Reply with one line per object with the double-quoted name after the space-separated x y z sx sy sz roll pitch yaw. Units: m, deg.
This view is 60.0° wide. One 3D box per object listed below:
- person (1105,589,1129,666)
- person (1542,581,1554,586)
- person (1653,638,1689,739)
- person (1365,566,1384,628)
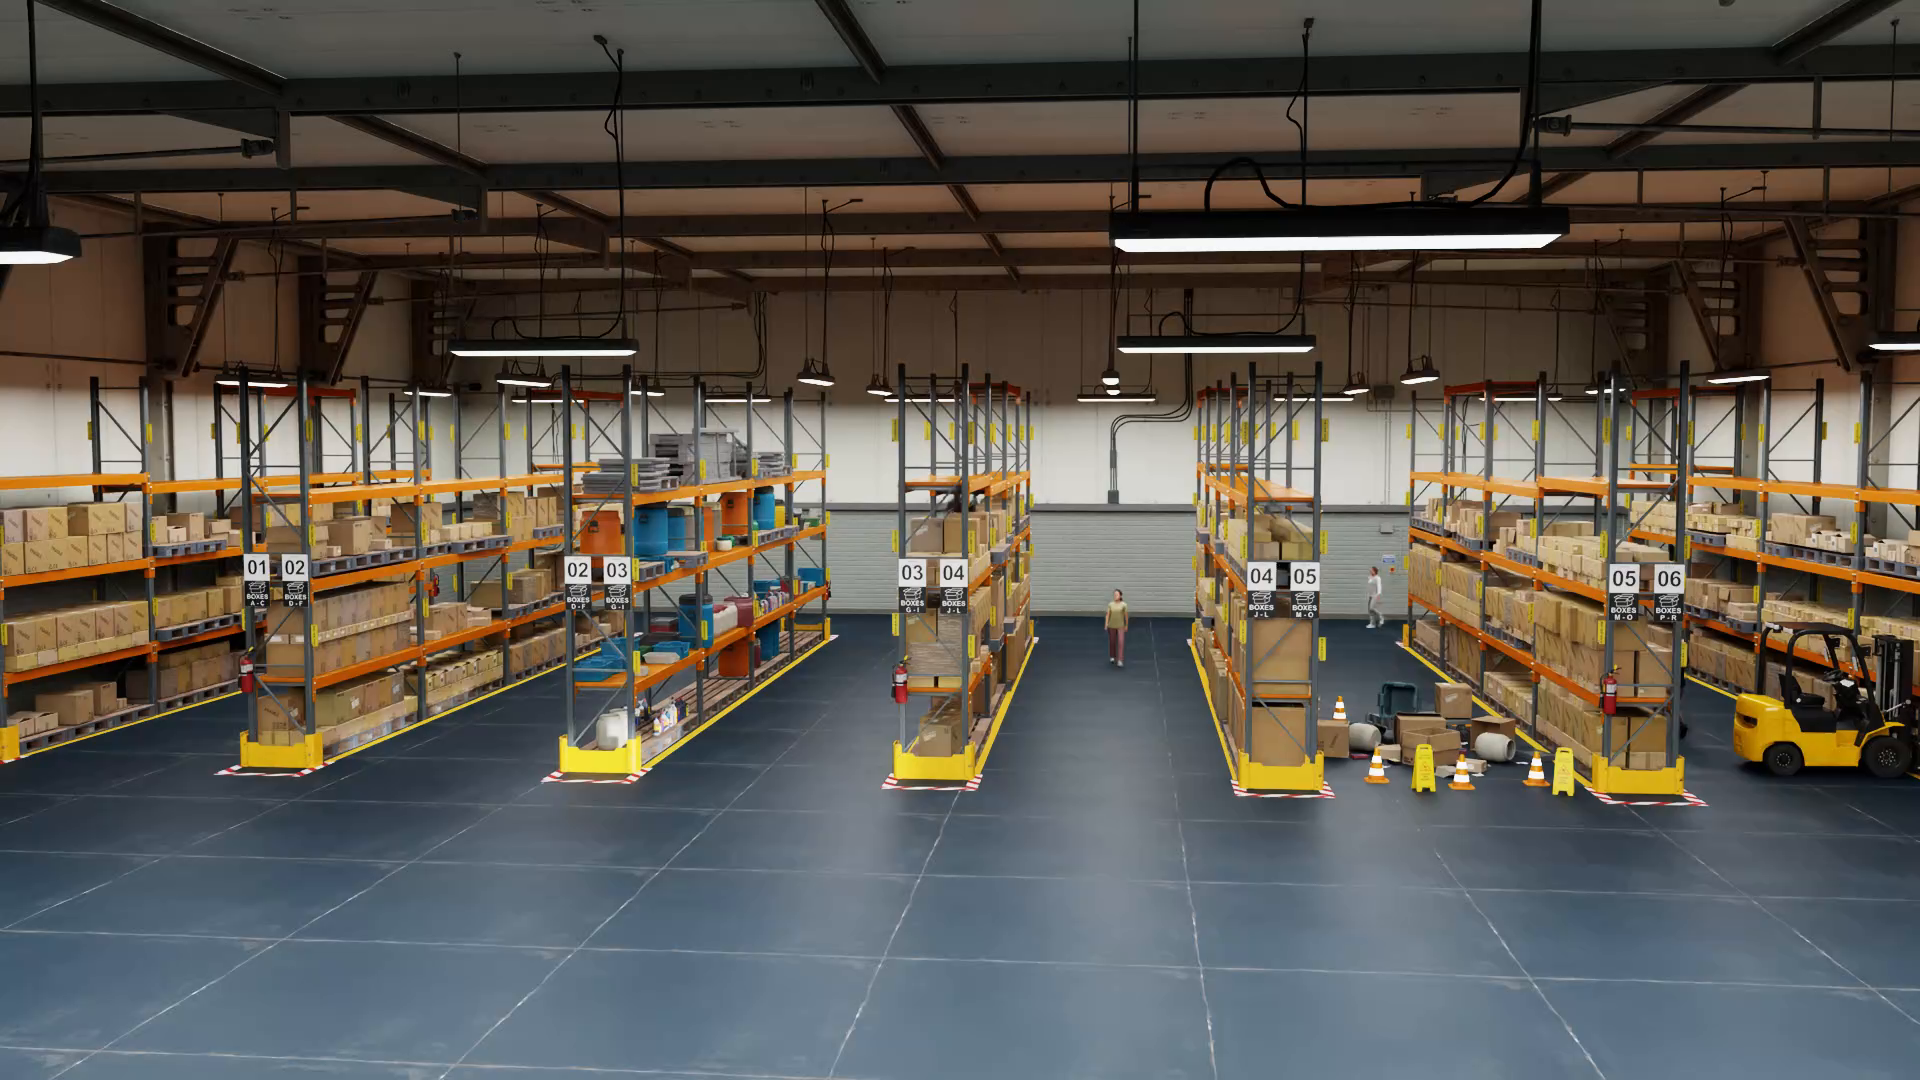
3.381 1.881 35.861 0.524 1.620 0.985 0 4 3 "person"
14.296 1.580 40.435 0.777 1.614 0.472 0 4 -4 "person"
11.624 2.426 27.272 0.562 1.685 0.611 -2 4 -29 "person"
10.612 1.466 42.590 0.461 1.577 0.411 -2 4 -23 "person"
